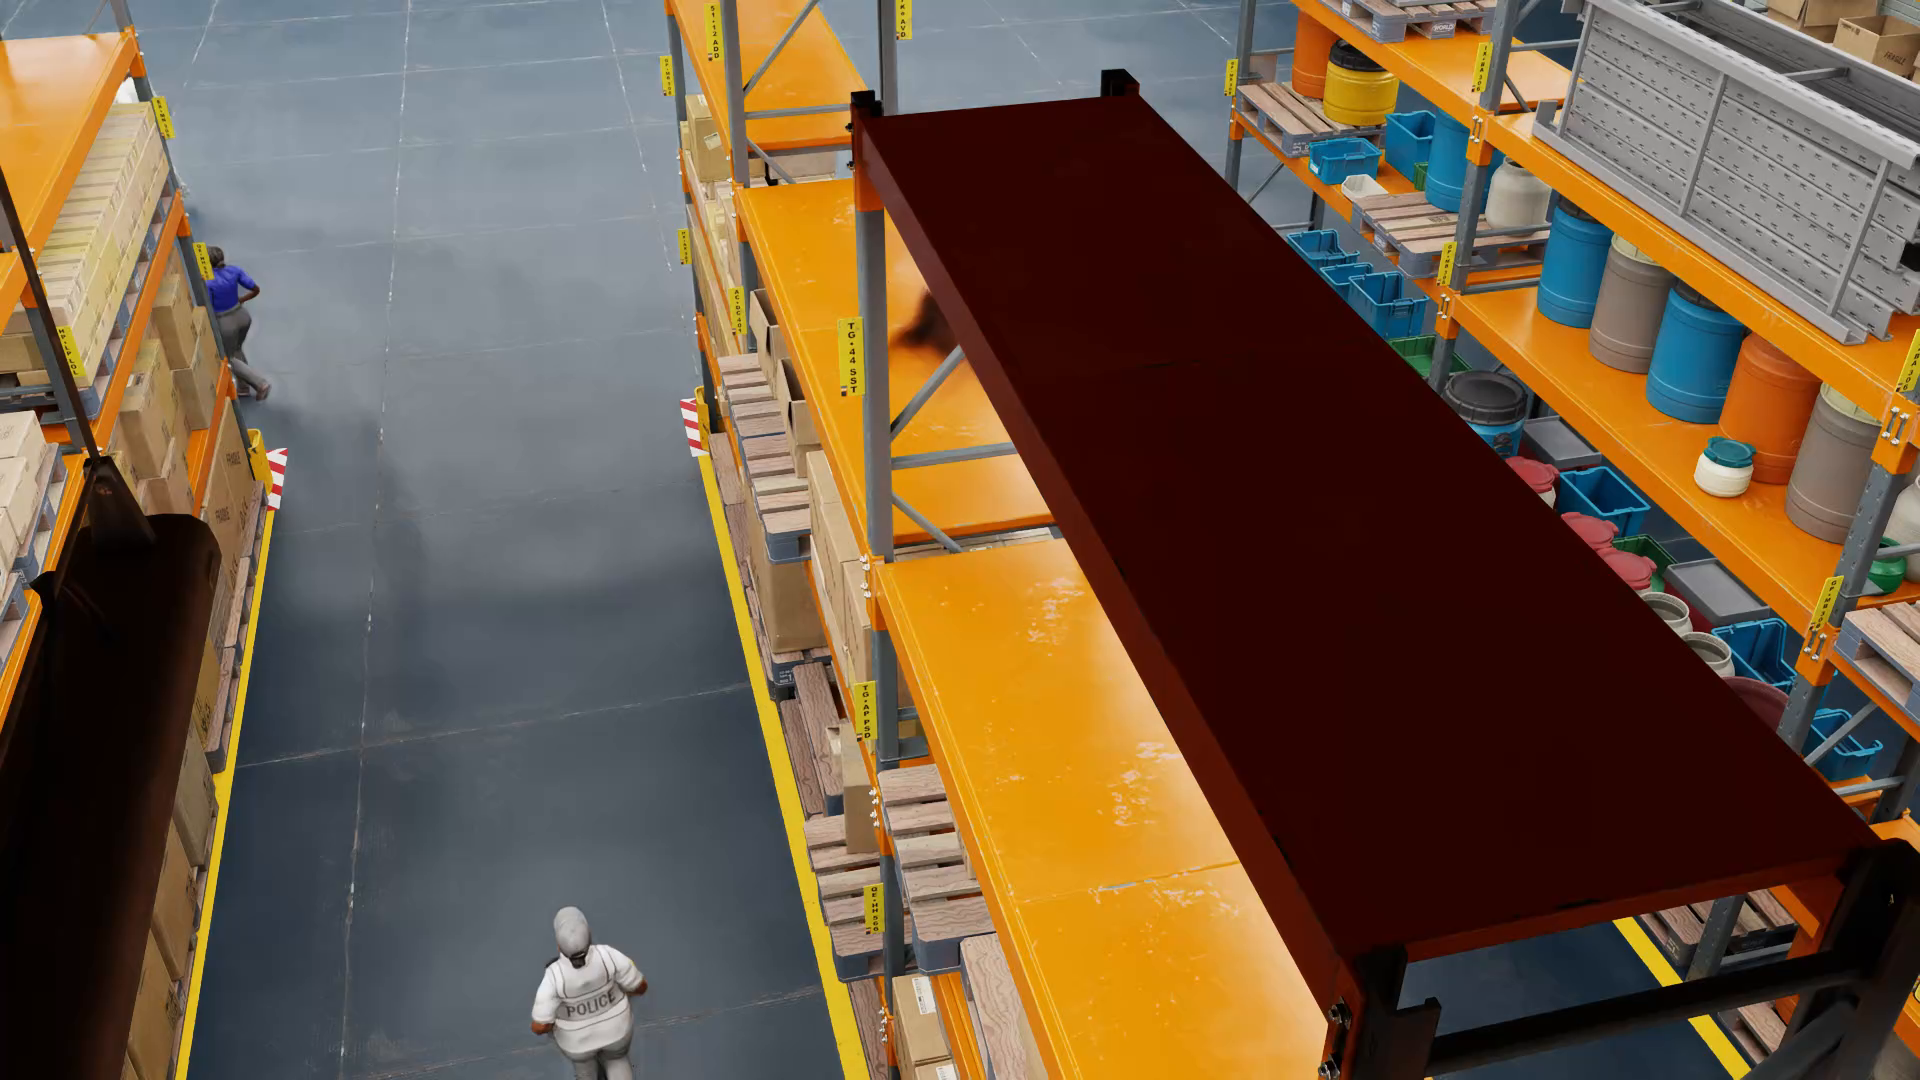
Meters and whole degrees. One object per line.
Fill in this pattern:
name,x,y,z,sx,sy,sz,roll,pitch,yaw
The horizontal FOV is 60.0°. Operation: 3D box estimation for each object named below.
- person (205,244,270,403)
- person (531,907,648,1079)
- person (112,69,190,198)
person,-6.841,-2.008,15.637,0.682,1.654,0.597,18,38,24
person,-1.952,2.606,8.845,0.625,1.628,0.726,-15,37,-21
person,-9.611,-4.780,19.498,0.893,1.789,0.686,12,36,16
